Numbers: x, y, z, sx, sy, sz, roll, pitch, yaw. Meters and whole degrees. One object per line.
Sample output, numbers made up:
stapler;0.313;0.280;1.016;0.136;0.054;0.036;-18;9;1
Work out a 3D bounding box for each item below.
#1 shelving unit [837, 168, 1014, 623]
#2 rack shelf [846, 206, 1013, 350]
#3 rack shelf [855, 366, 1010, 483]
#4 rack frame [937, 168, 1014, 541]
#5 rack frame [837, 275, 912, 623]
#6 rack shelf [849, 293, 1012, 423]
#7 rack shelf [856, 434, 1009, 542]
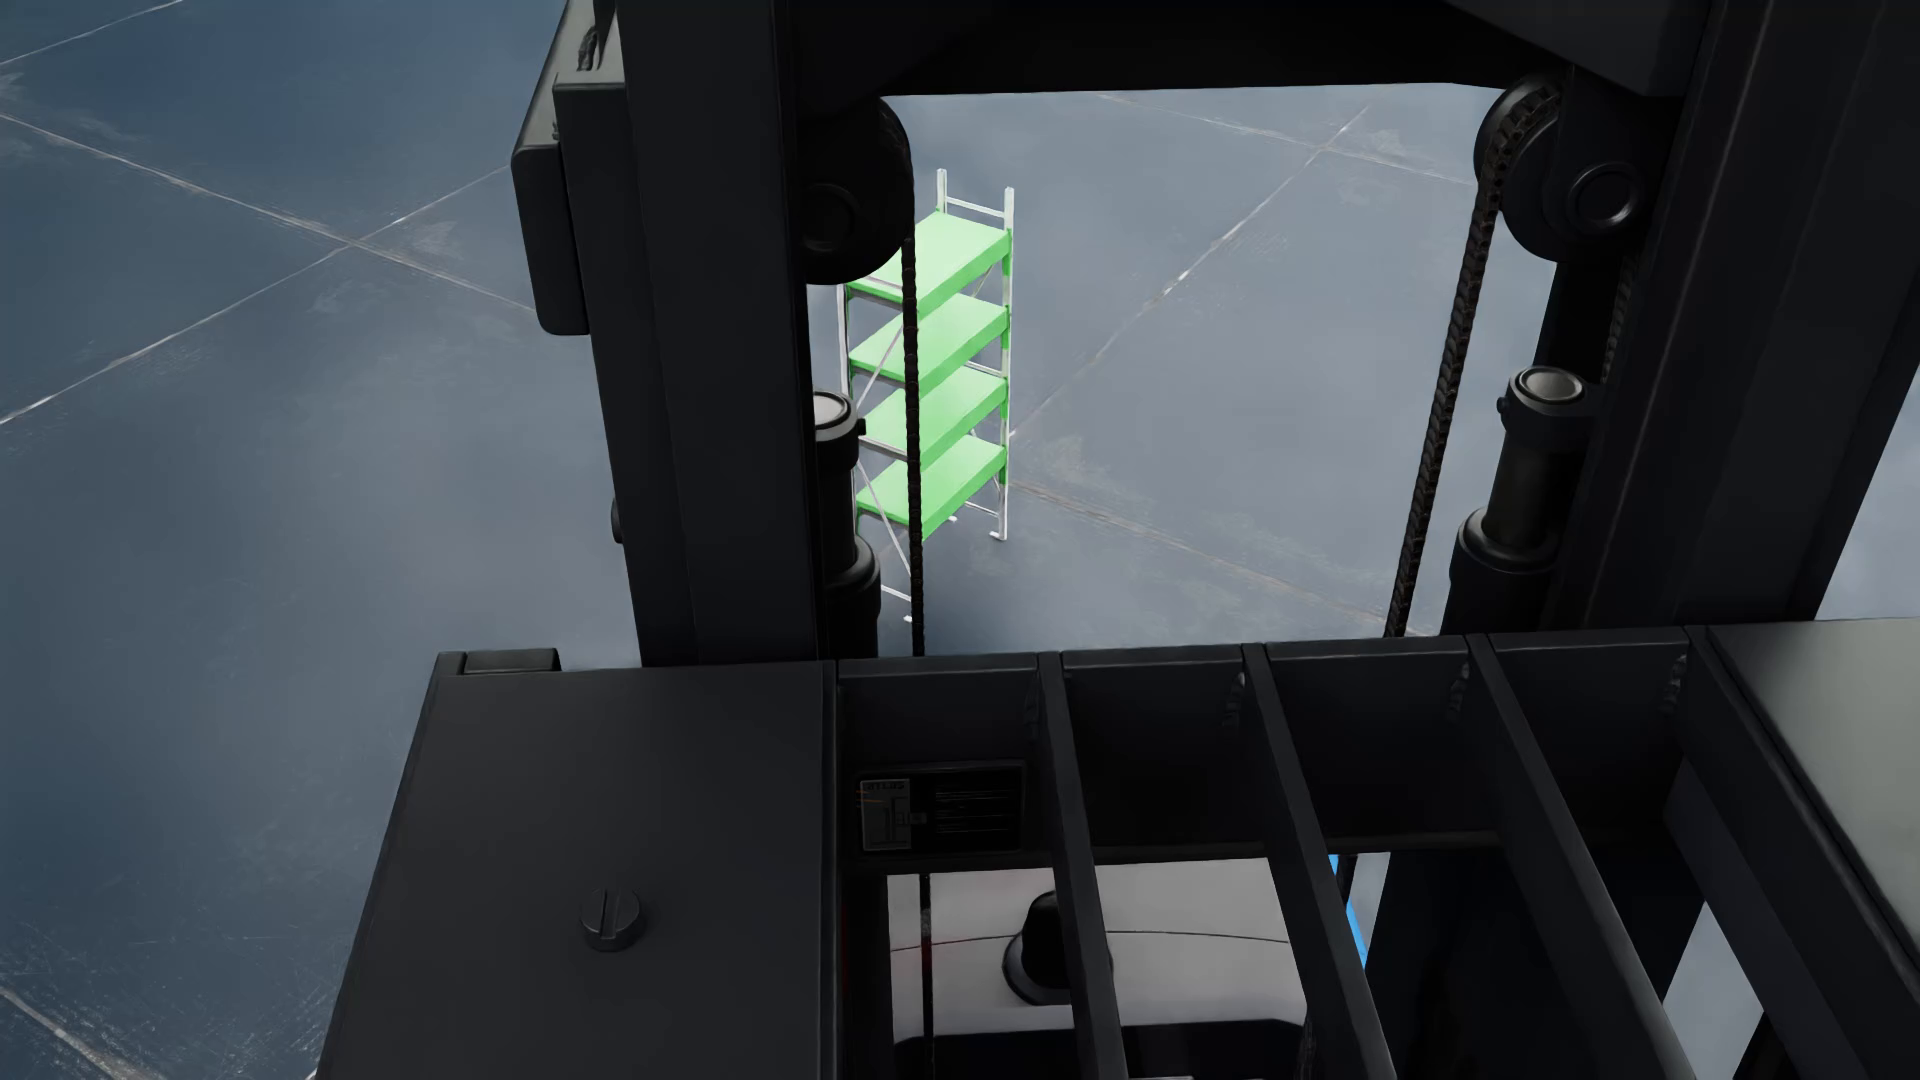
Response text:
shelving unit;-0.089;-0.390;4.773;0.258;1.200;0.503;21;42;25
rack shelf;-0.089;-0.719;4.519;0.258;0.148;0.480;21;42;25
rack shelf;-0.089;-0.339;4.812;0.258;0.148;0.480;21;42;25
rack frame;0.042;-0.516;4.936;0.240;1.200;0.015;21;42;25
rack frame;-0.219;-0.264;4.610;0.240;1.200;0.015;21;42;25
rack shelf;-0.089;-0.529;4.665;0.258;0.148;0.480;21;42;25
rack shelf;-0.089;-0.149;4.959;0.258;0.148;0.480;21;42;25
